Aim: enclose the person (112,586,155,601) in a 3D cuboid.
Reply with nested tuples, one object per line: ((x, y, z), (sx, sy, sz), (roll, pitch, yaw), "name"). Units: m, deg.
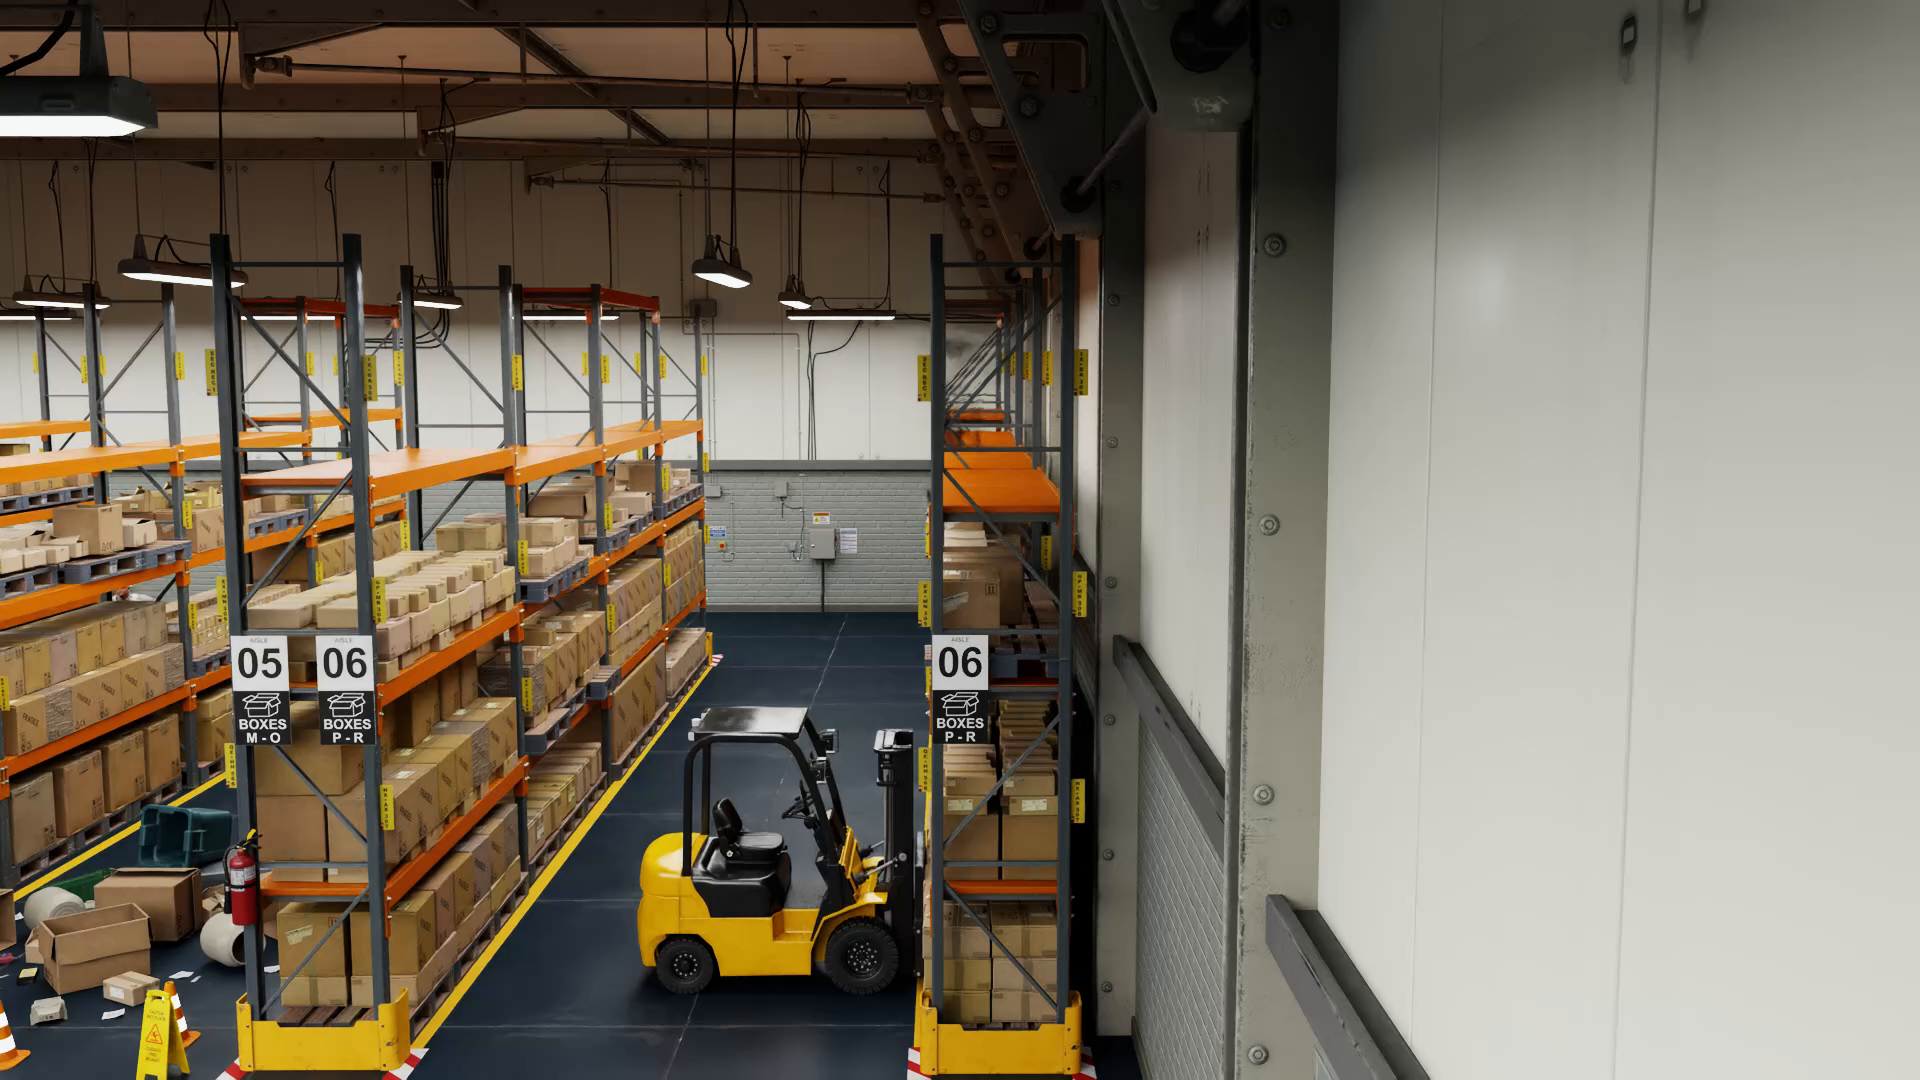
((-12.951, 1.423, 25.983), (0.639, 1.705, 0.888), (0, 6, 4), "person")
